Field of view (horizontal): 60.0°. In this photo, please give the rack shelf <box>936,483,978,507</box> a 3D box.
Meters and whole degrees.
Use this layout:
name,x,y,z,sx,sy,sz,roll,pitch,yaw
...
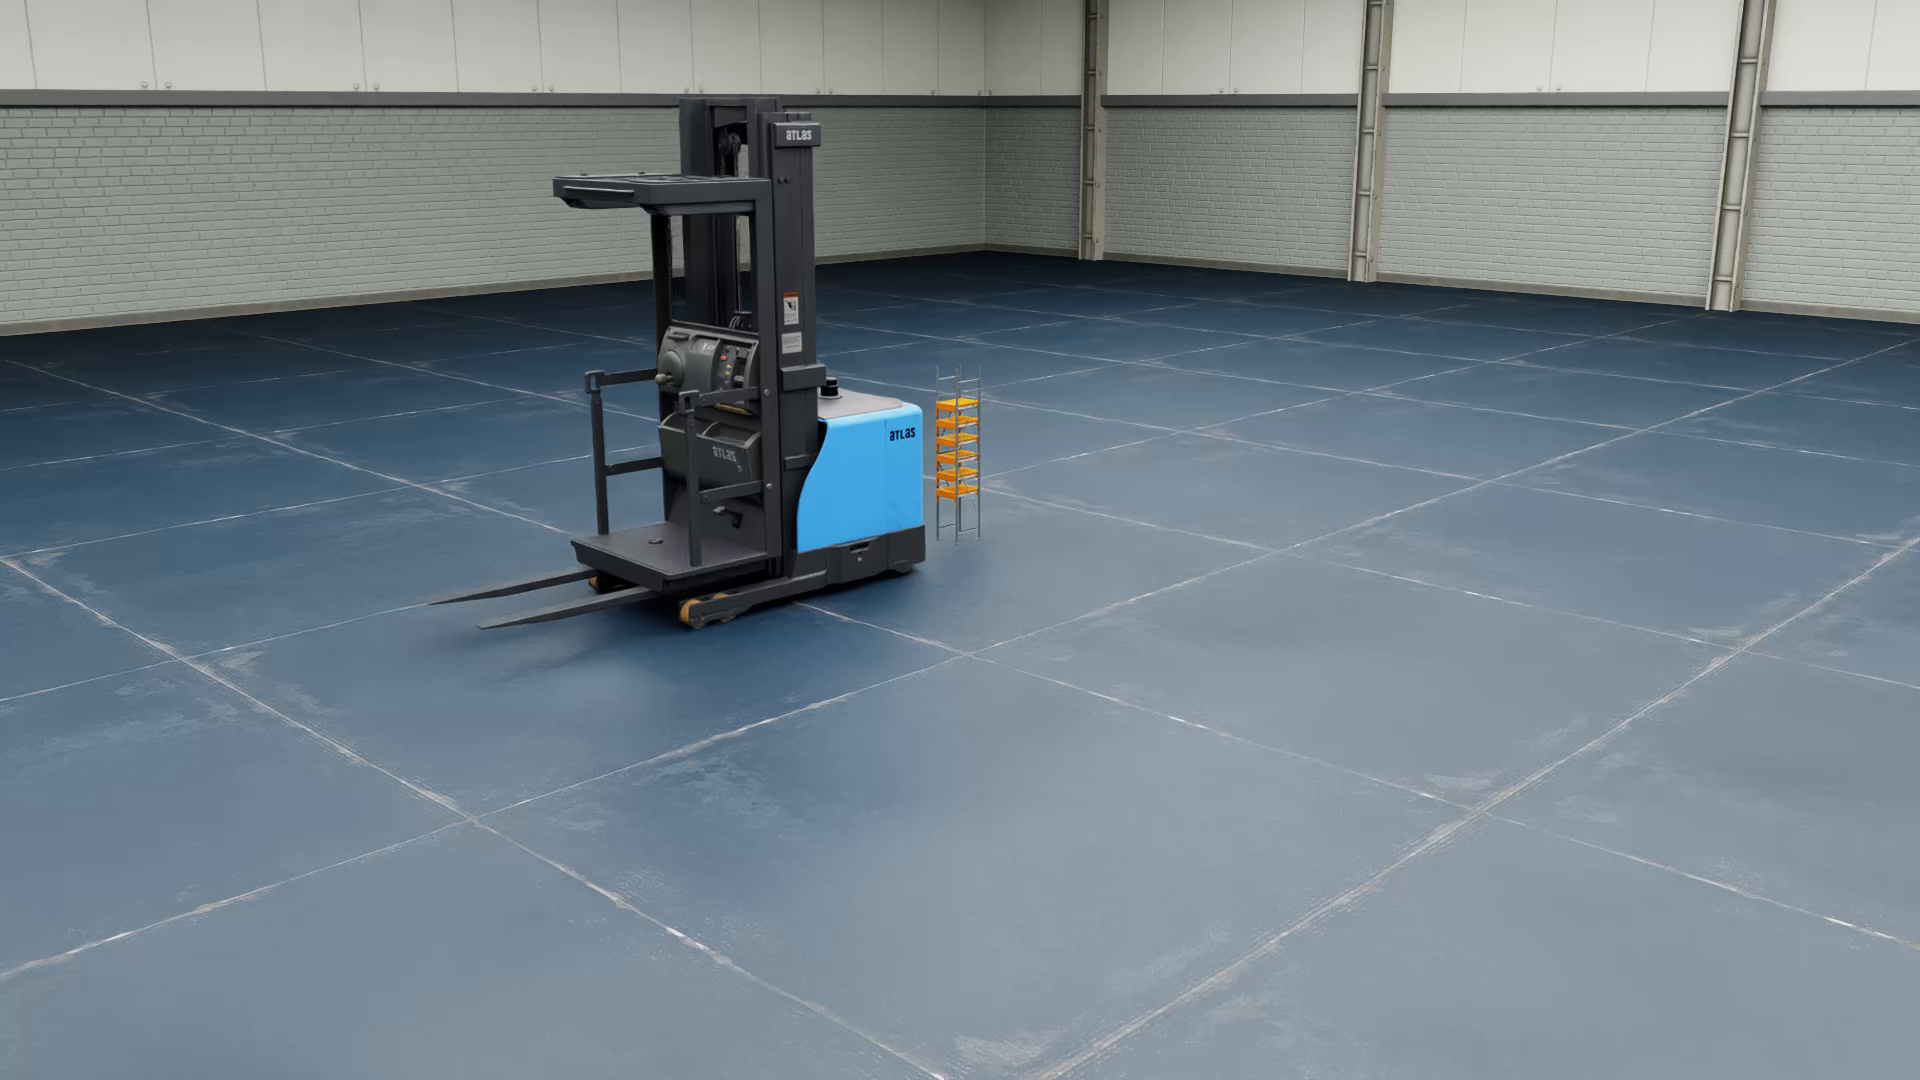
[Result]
name,x,y,z,sx,sy,sz,roll,pitch,yaw
rack shelf,-0.010,-0.308,11.362,0.180,0.103,0.258,14,20,42

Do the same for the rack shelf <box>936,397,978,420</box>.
name,x,y,z,sx,sy,sz,roll,pitch,yaw
rack shelf,-0.010,-0.889,11.211,0.180,0.103,0.258,14,20,42

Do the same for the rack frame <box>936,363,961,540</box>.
name,x,y,z,sx,sy,sz,roll,pitch,yaw
rack frame,-0.076,-0.599,11.352,0.006,1.200,0.240,14,20,42

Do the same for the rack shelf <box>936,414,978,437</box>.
name,x,y,z,sx,sy,sz,roll,pitch,yaw
rack shelf,-0.010,-0.772,11.241,0.180,0.103,0.258,14,20,42

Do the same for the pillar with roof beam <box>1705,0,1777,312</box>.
name,x,y,z,sx,sy,sz,roll,pitch,yaw
pillar with roof beam,8.210,-6.957,20.285,0.400,9.000,9.100,14,20,42

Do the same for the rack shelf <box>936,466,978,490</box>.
name,x,y,z,sx,sy,sz,roll,pitch,yaw
rack shelf,-0.010,-0.424,11.332,0.180,0.103,0.258,14,20,42

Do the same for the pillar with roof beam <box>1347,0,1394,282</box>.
name,x,y,z,sx,sy,sz,roll,pitch,yaw
pillar with roof beam,3.891,-8.007,24.315,0.400,9.000,9.100,14,20,42

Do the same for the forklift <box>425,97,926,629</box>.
name,x,y,z,sx,sy,sz,roll,pitch,yaw
forklift,-1.643,-1.060,9.687,3.031,2.935,1.130,-13,20,-41

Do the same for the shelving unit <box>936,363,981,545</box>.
name,x,y,z,sx,sy,sz,roll,pitch,yaw
shelving unit,-0.010,-0.583,11.291,0.189,1.200,0.258,14,20,42

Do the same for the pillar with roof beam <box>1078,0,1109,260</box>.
name,x,y,z,sx,sy,sz,roll,pitch,yaw
pillar with roof beam,-0.429,-9.057,28.345,0.400,9.000,9.100,14,20,42

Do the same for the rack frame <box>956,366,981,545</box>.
name,x,y,z,sx,sy,sz,roll,pitch,yaw
rack frame,0.055,-0.567,11.229,0.006,1.200,0.240,14,20,42

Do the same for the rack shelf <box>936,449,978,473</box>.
name,x,y,z,sx,sy,sz,roll,pitch,yaw
rack shelf,-0.010,-0.540,11.302,0.180,0.103,0.258,14,20,42

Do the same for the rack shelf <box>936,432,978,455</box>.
name,x,y,z,sx,sy,sz,roll,pitch,yaw
rack shelf,-0.010,-0.656,11.271,0.180,0.103,0.258,14,20,42
